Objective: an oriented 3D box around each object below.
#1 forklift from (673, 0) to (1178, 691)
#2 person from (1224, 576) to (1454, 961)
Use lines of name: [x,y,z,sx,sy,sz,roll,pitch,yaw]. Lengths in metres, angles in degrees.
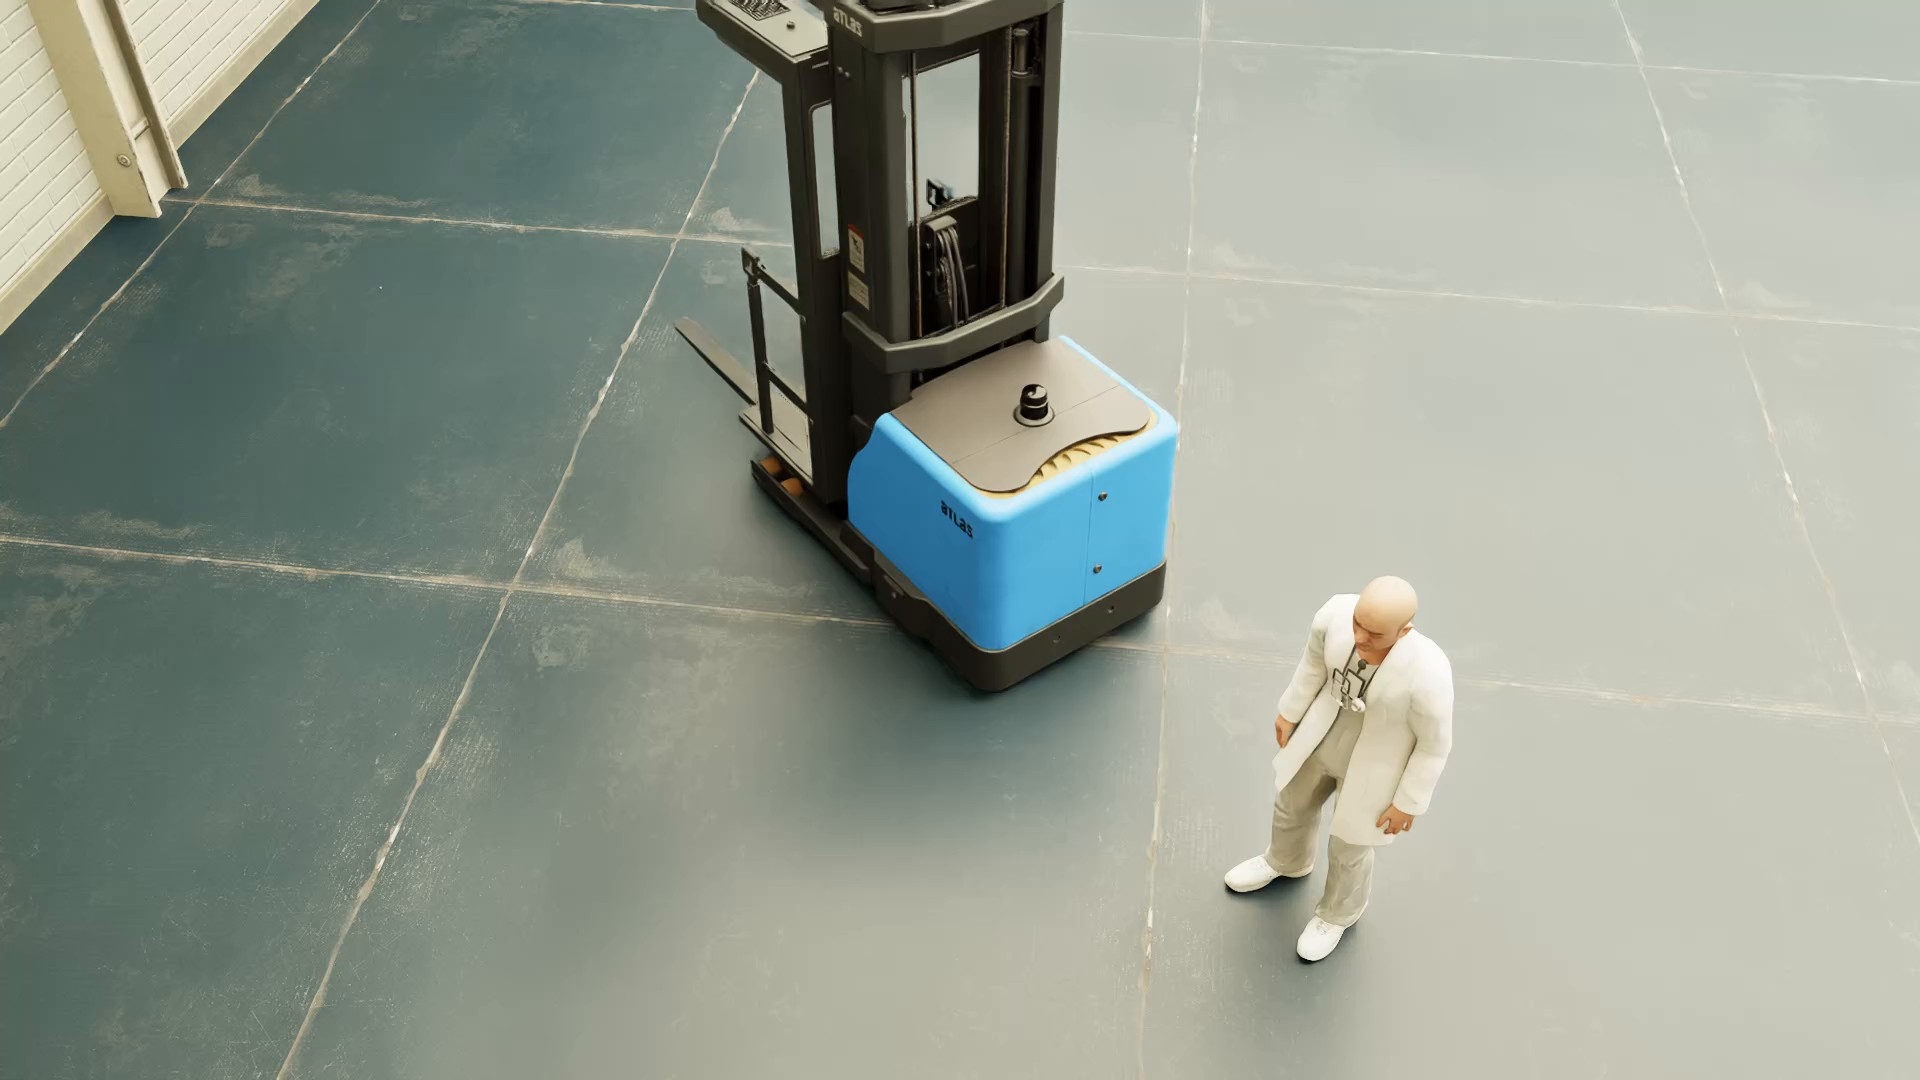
forklift: [-0.360,-1.389,7.236,1.130,2.935,3.031,-26,49,-26]
person: [1.351,0.756,5.758,0.430,1.772,0.647,-27,49,-27]
